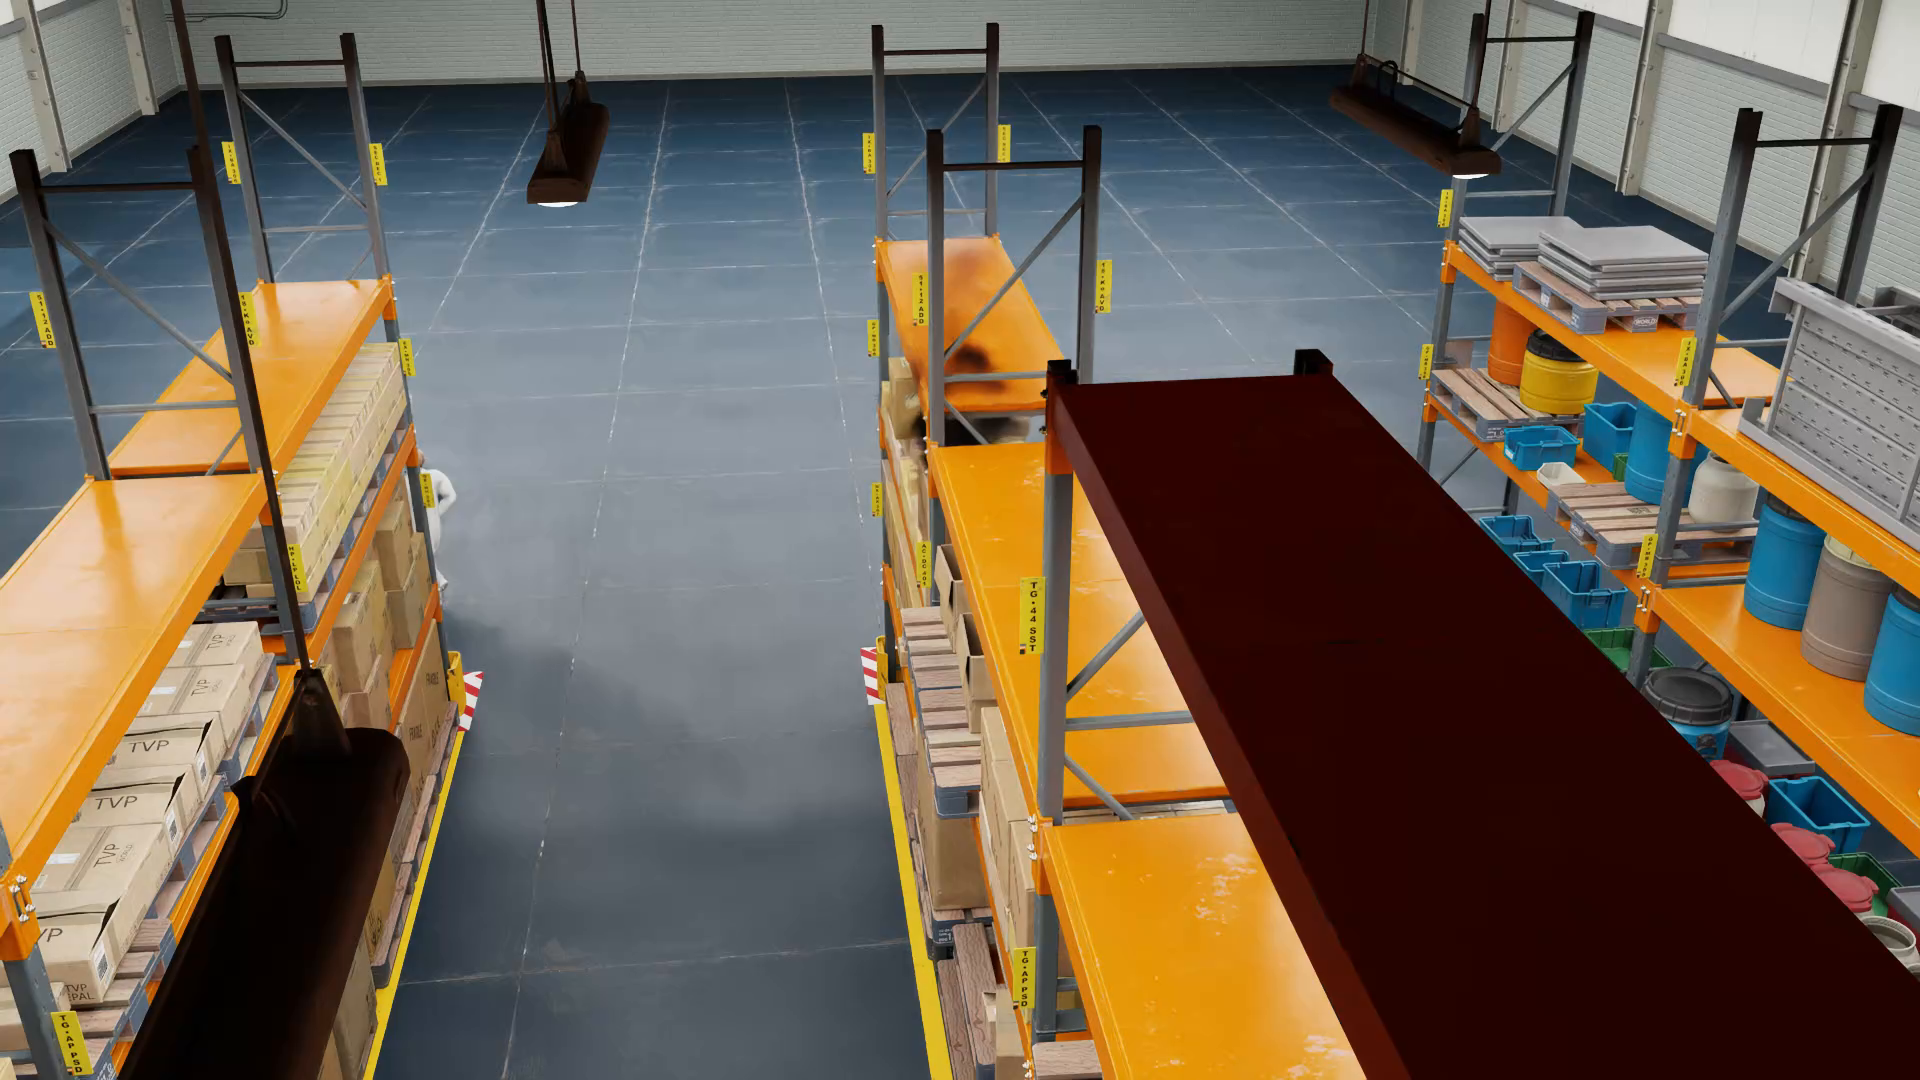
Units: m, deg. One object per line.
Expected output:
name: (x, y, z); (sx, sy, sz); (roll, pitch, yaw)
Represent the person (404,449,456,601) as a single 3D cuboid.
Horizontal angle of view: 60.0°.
person: (-5.378, -0.098, 16.711); (0.707, 1.749, 0.629); (-22, 33, -39)
